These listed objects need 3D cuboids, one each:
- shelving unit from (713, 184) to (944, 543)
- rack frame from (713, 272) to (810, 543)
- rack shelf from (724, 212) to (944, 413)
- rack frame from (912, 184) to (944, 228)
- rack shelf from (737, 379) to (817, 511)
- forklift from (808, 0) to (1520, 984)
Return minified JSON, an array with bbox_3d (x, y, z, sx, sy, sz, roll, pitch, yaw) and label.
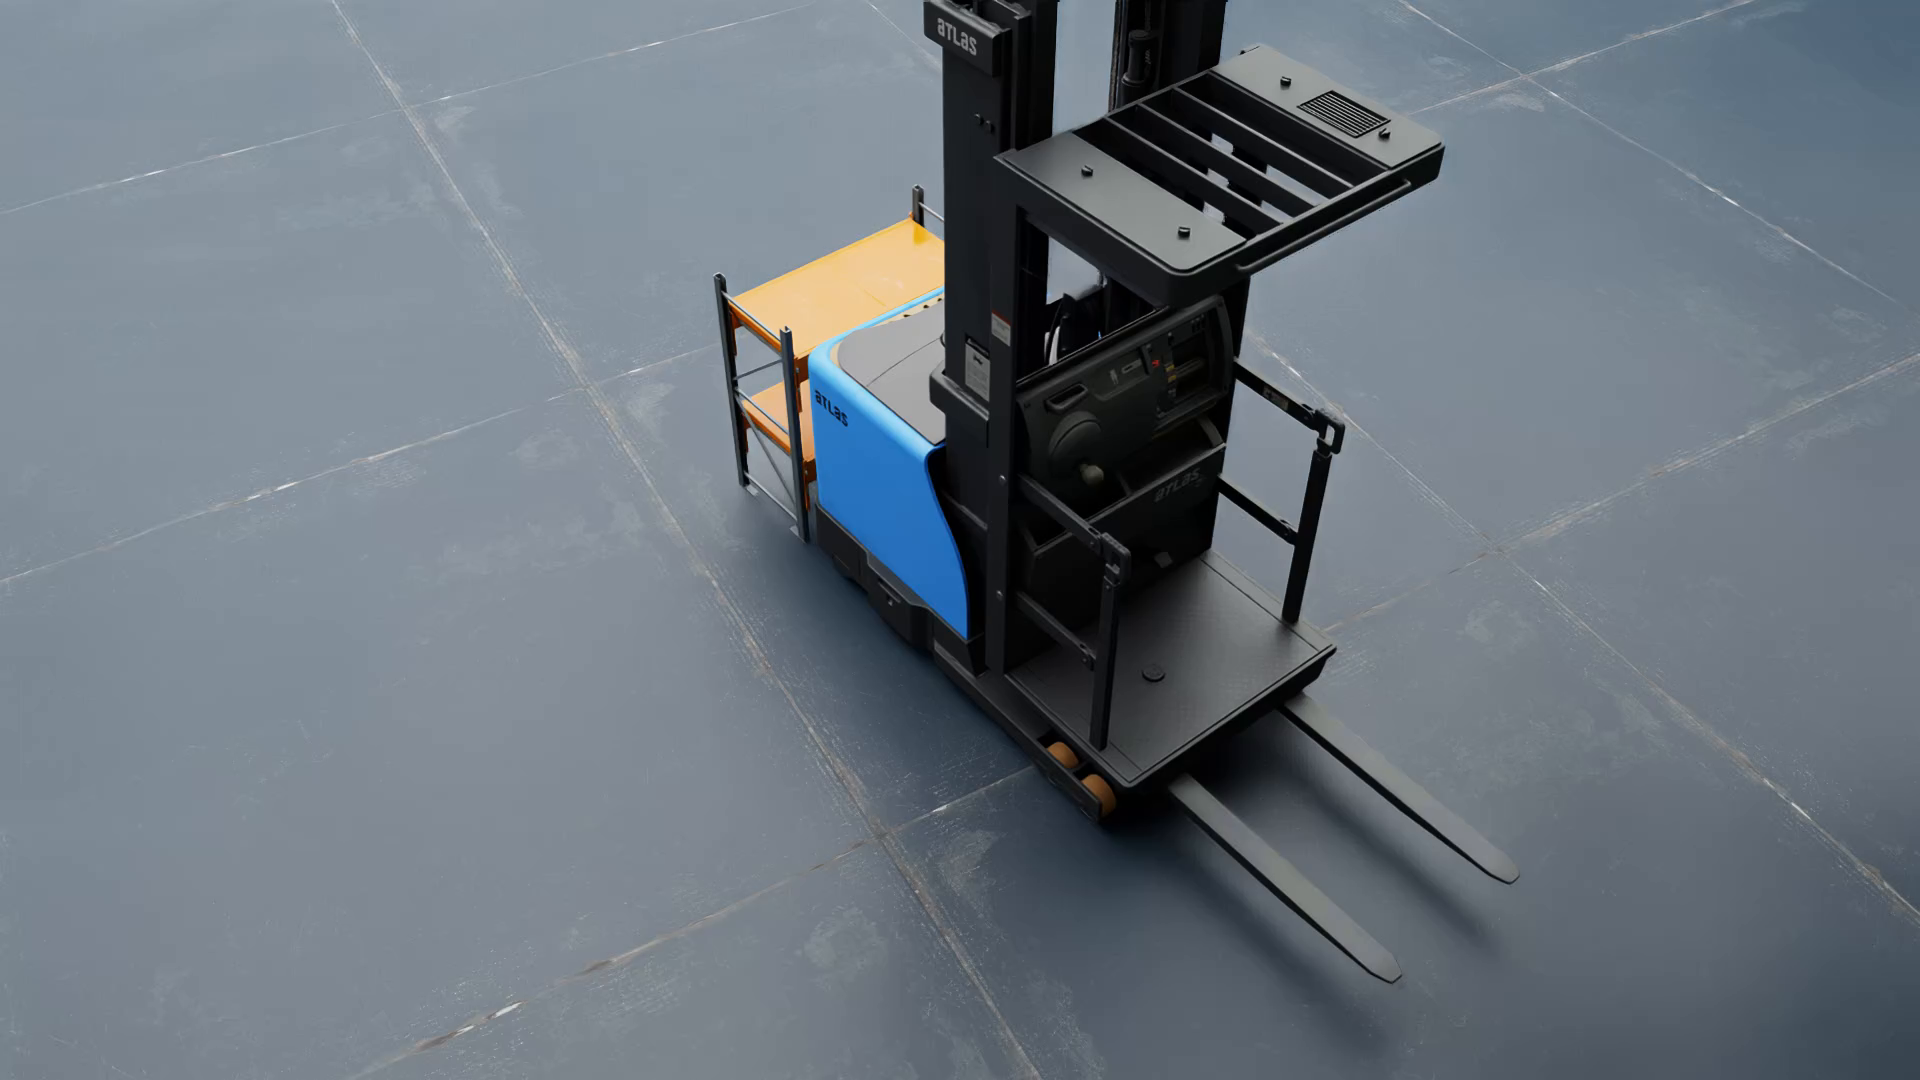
[{"bbox_3d":[-0.427,-0.757,7.152,1.048,1.125,0.538,-30,52,-27],"label":"shelving unit"},{"bbox_3d":[-0.818,-0.531,6.919,0.032,1.125,0.500,-30,52,-27],"label":"rack frame"},{"bbox_3d":[-0.427,-0.967,6.948,1.000,0.278,0.538,-30,52,-27],"label":"rack shelf"},{"bbox_3d":[-0.036,-0.984,7.385,0.032,1.125,0.500,-30,52,-27],"label":"rack frame"},{"bbox_3d":[-0.427,-0.582,7.322,1.000,0.278,0.538,-30,52,-27],"label":"rack shelf"},{"bbox_3d":[0.709,-0.424,5.511,1.130,2.935,3.031,-29,51,-27],"label":"forklift"}]
